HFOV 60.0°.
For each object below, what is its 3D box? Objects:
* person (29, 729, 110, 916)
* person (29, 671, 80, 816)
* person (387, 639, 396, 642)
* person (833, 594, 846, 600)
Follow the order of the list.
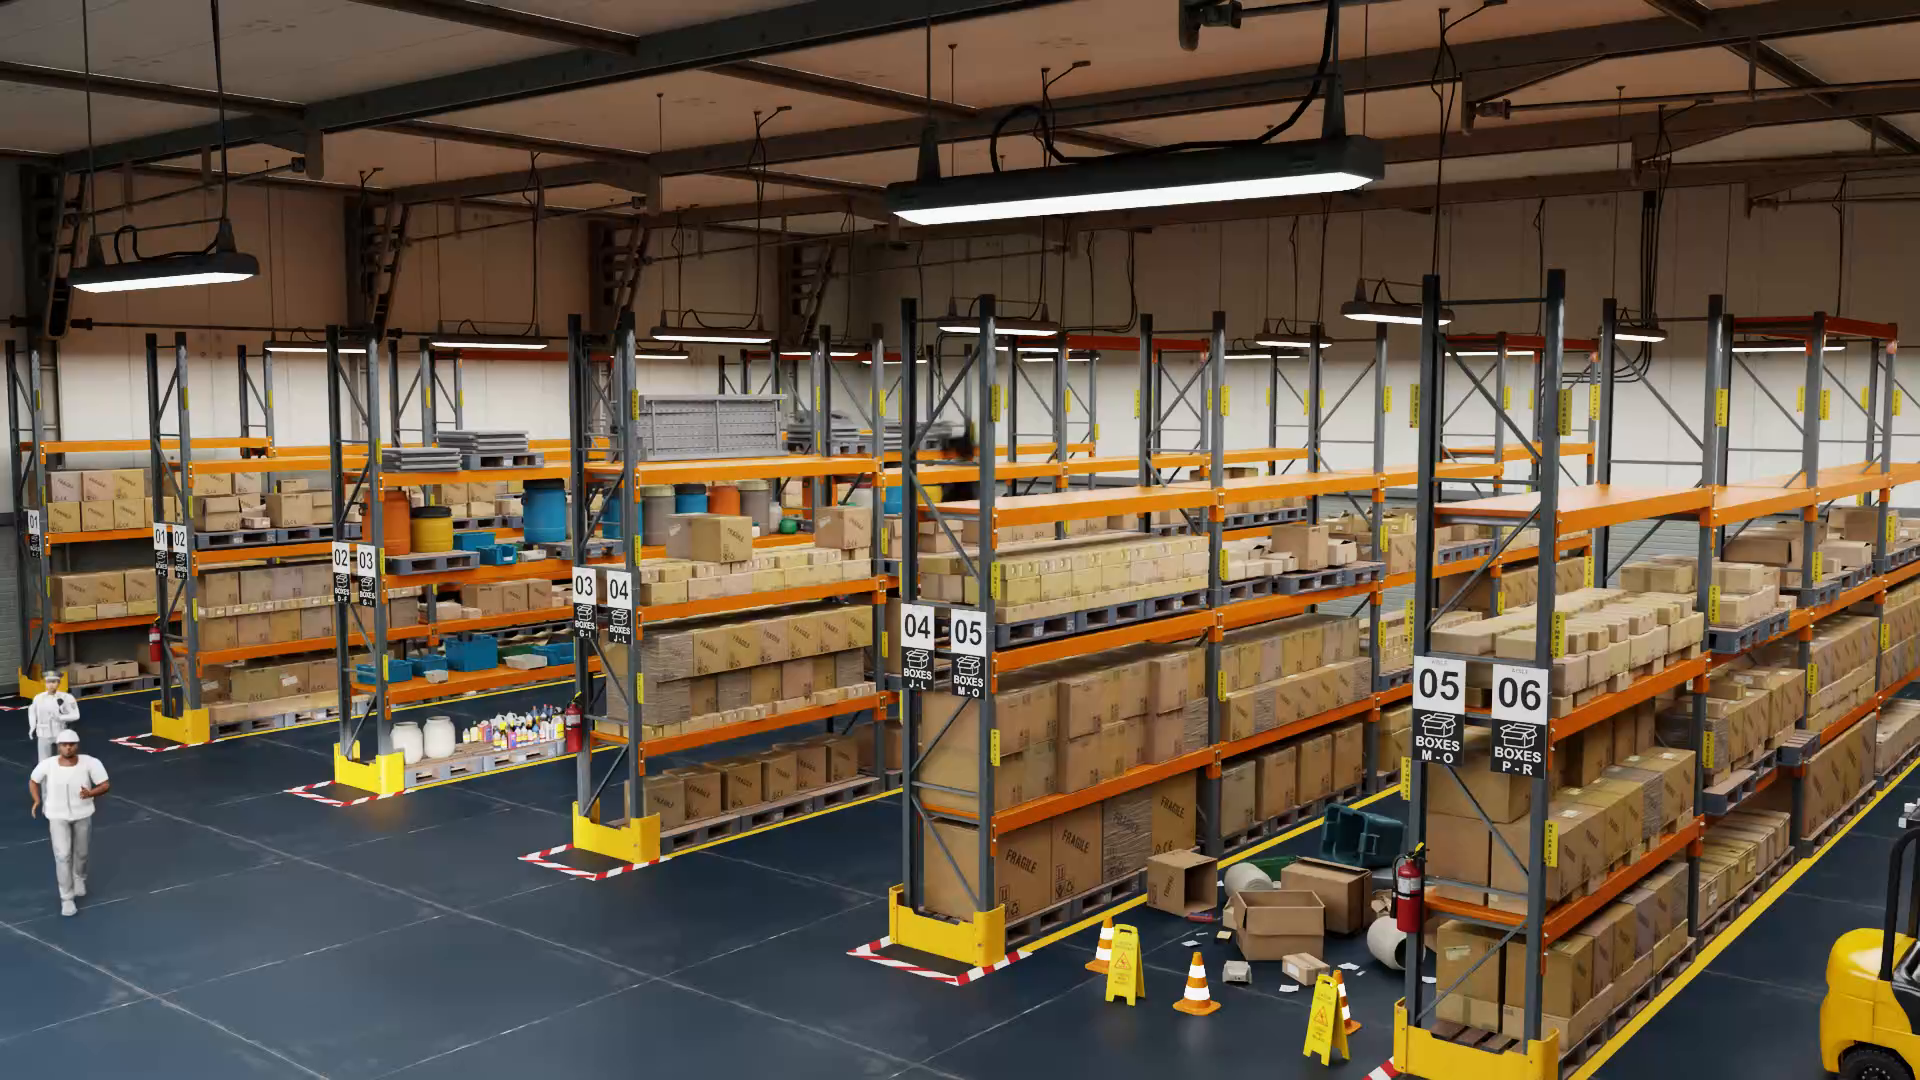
[{"bbox_3d":[-8.861,2.762,16.585,0.704,1.768,0.888,-3,6,-31],"label":"person"},{"bbox_3d":[-11.196,2.459,20.565,0.596,1.728,0.850,-2,6,-21],"label":"person"},{"bbox_3d":[-9.989,1.738,28.972,0.602,1.646,0.543,3,6,31],"label":"person"},{"bbox_3d":[-2.425,1.474,32.535,0.537,1.557,0.590,2,6,24],"label":"person"}]
